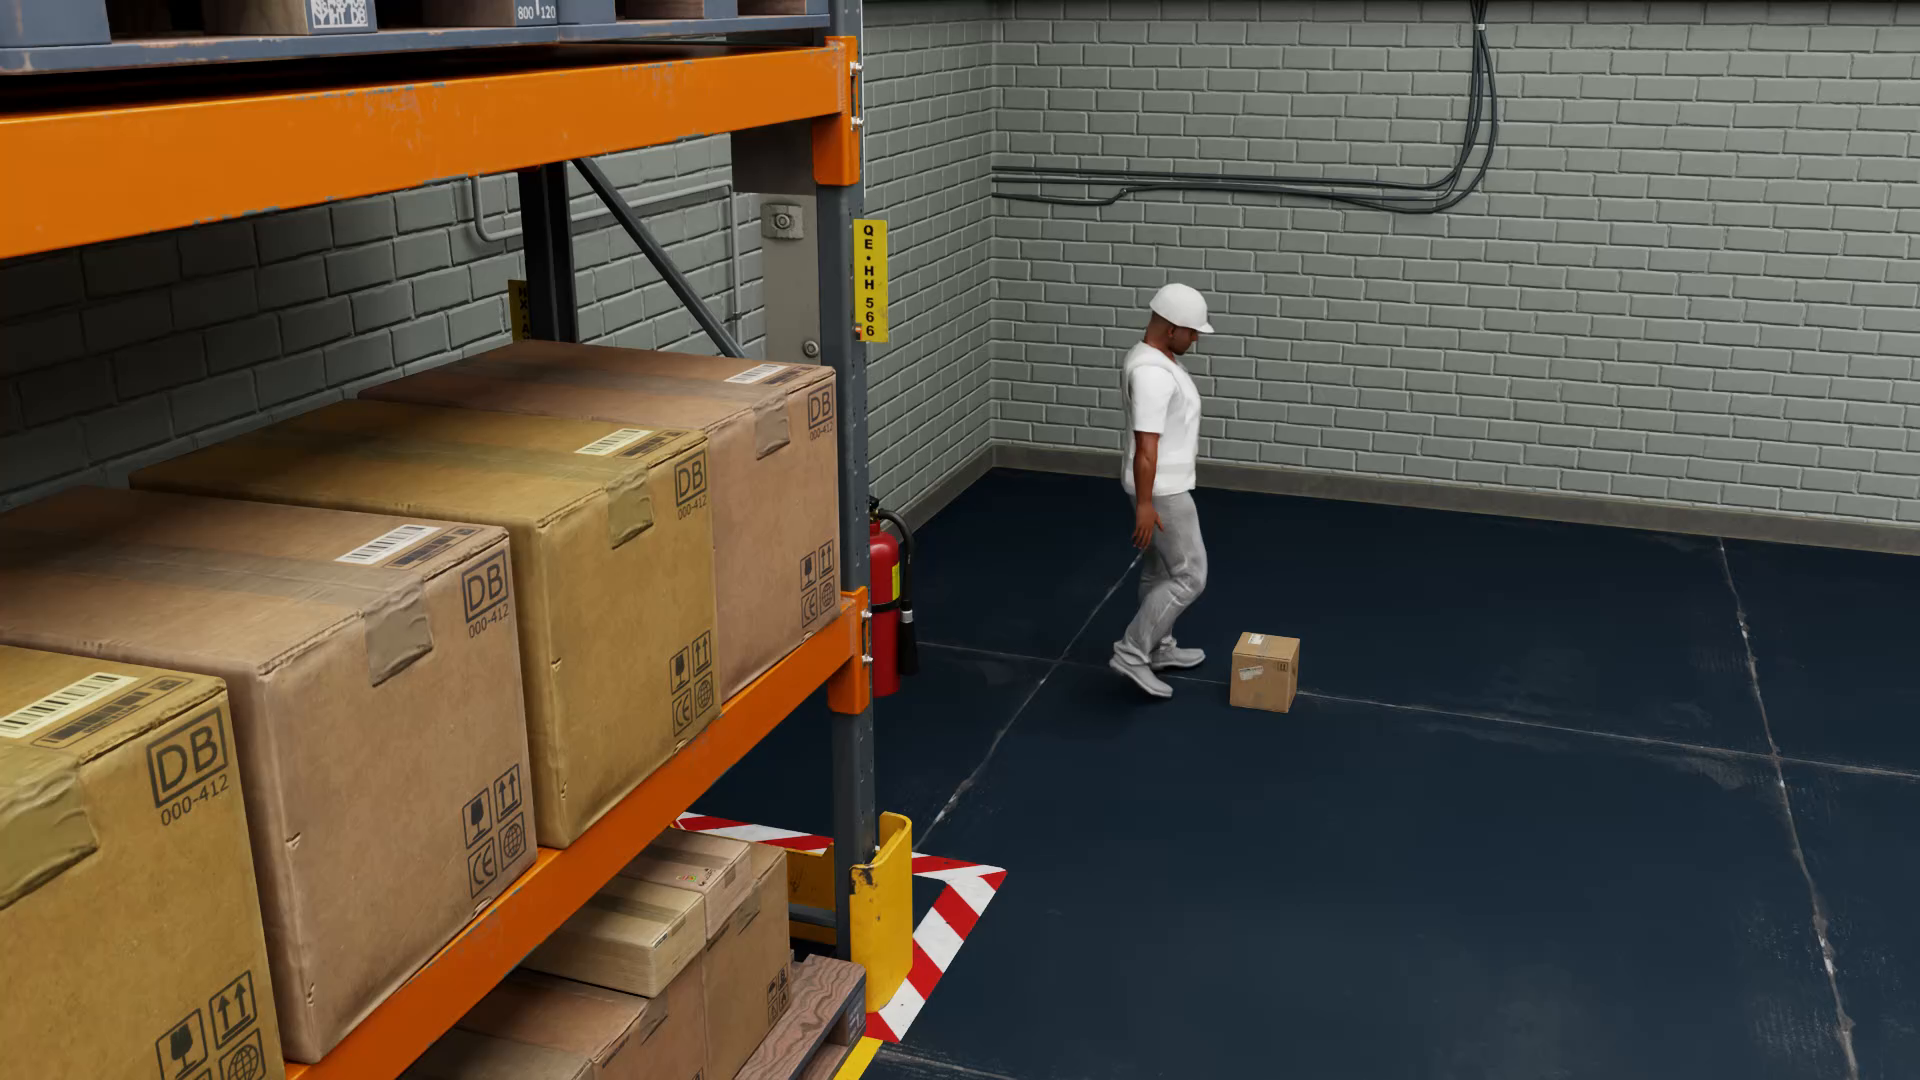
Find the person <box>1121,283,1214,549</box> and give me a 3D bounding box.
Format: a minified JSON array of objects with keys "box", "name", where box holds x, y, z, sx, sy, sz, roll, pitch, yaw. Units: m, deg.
[{"box":[0.866,-0.561,7.021,0.375,1.059,0.696,1,19,2],"name":"person"}]
